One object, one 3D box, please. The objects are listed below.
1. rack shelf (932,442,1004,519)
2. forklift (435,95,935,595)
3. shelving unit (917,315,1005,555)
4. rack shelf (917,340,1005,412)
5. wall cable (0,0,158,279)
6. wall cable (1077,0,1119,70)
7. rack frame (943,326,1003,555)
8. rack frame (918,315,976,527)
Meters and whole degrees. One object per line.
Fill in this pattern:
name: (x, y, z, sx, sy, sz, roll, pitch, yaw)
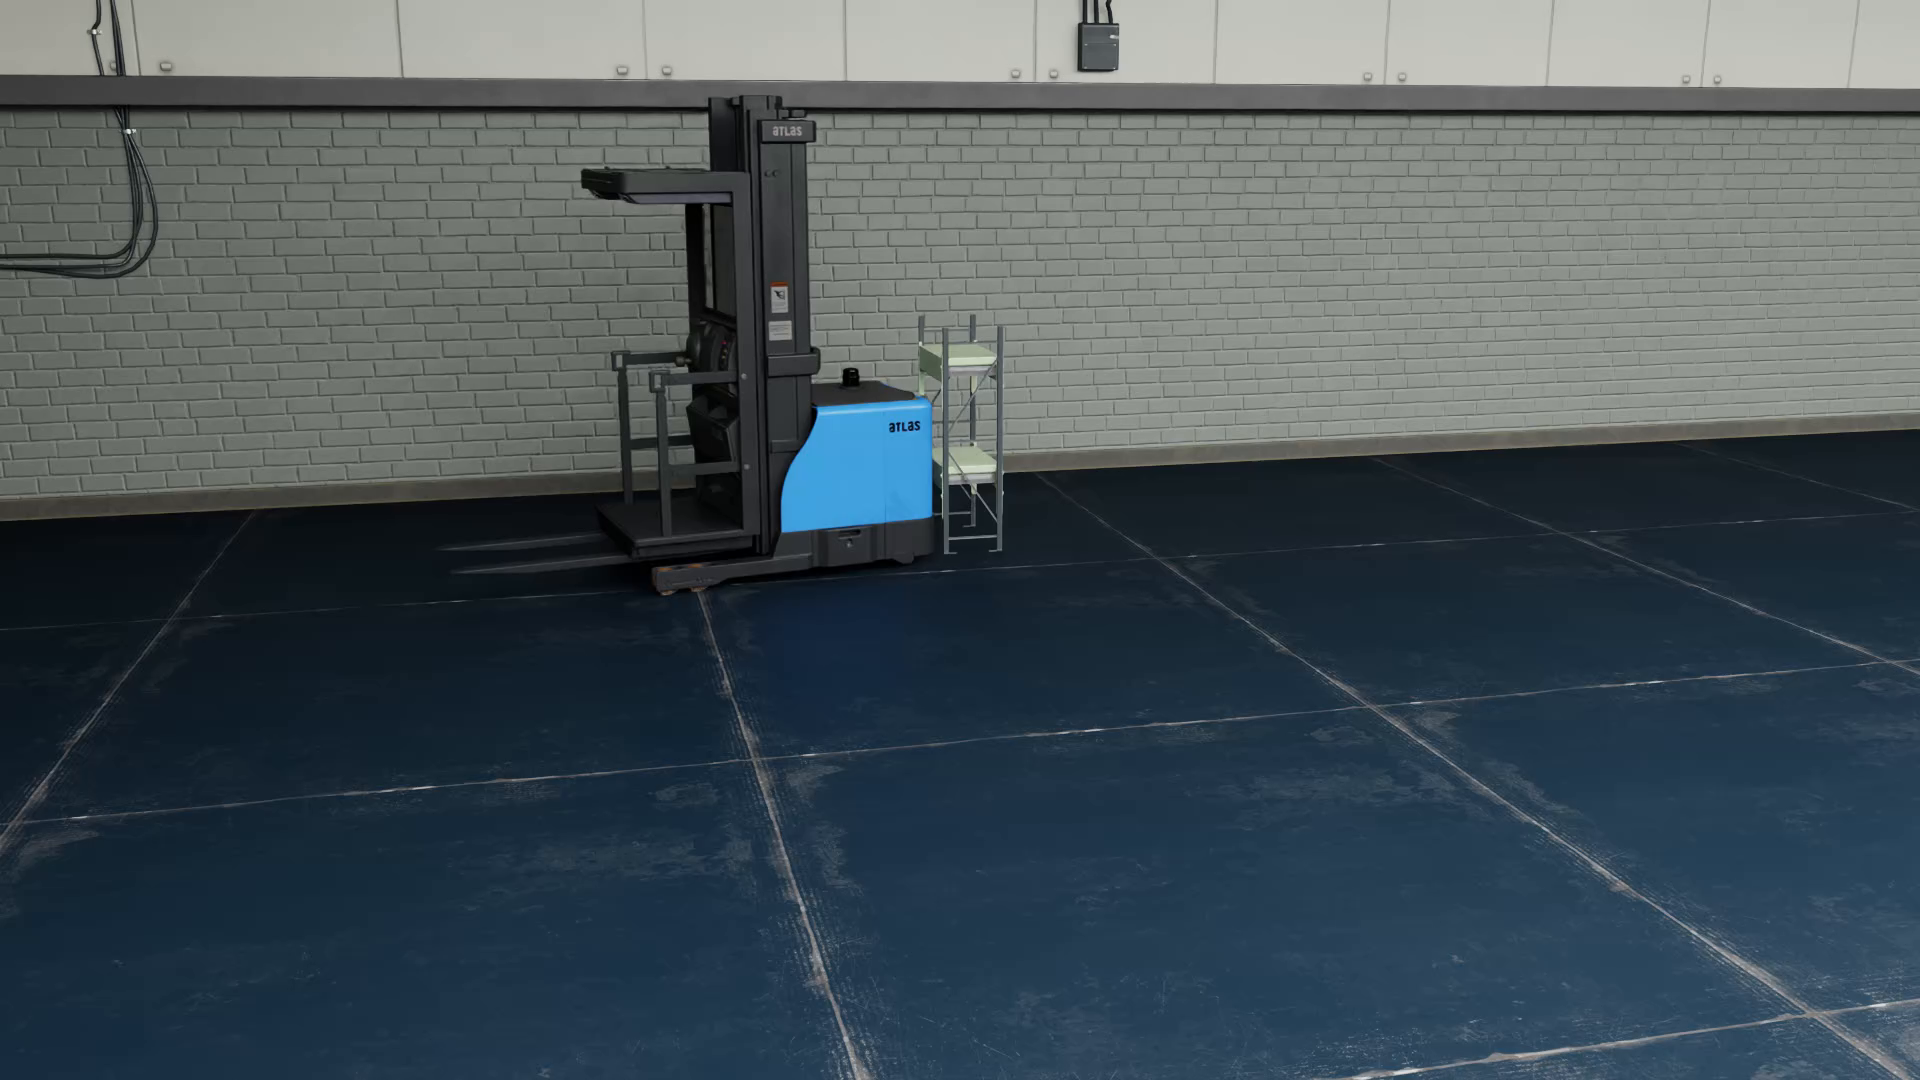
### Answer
rack shelf: (-0.002, -0.413, 11.333, 0.431, 0.370, 0.720, -3, 14, -13)
forklift: (-1.727, -1.233, 10.297, 3.031, 2.935, 1.130, -6, 15, -23)
shelving unit: (-0.002, -0.730, 11.255, 0.431, 1.500, 0.755, -3, 14, -13)
rack shelf: (-0.002, -1.109, 11.163, 0.431, 0.370, 0.720, -3, 14, -13)
wall cable: (-7.171, -2.977, 11.192, 3.097, 2.526, 0.112, -3, 14, -13)
wall cable: (2.061, -6.663, 12.571, 2.305, 6.003, 0.169, -3, 14, -13)
rack frame: (0.084, -0.646, 10.910, 0.400, 1.500, 0.023, -3, 14, -13)
rack frame: (-0.088, -0.815, 11.601, 0.400, 1.500, 0.023, -3, 14, -13)
